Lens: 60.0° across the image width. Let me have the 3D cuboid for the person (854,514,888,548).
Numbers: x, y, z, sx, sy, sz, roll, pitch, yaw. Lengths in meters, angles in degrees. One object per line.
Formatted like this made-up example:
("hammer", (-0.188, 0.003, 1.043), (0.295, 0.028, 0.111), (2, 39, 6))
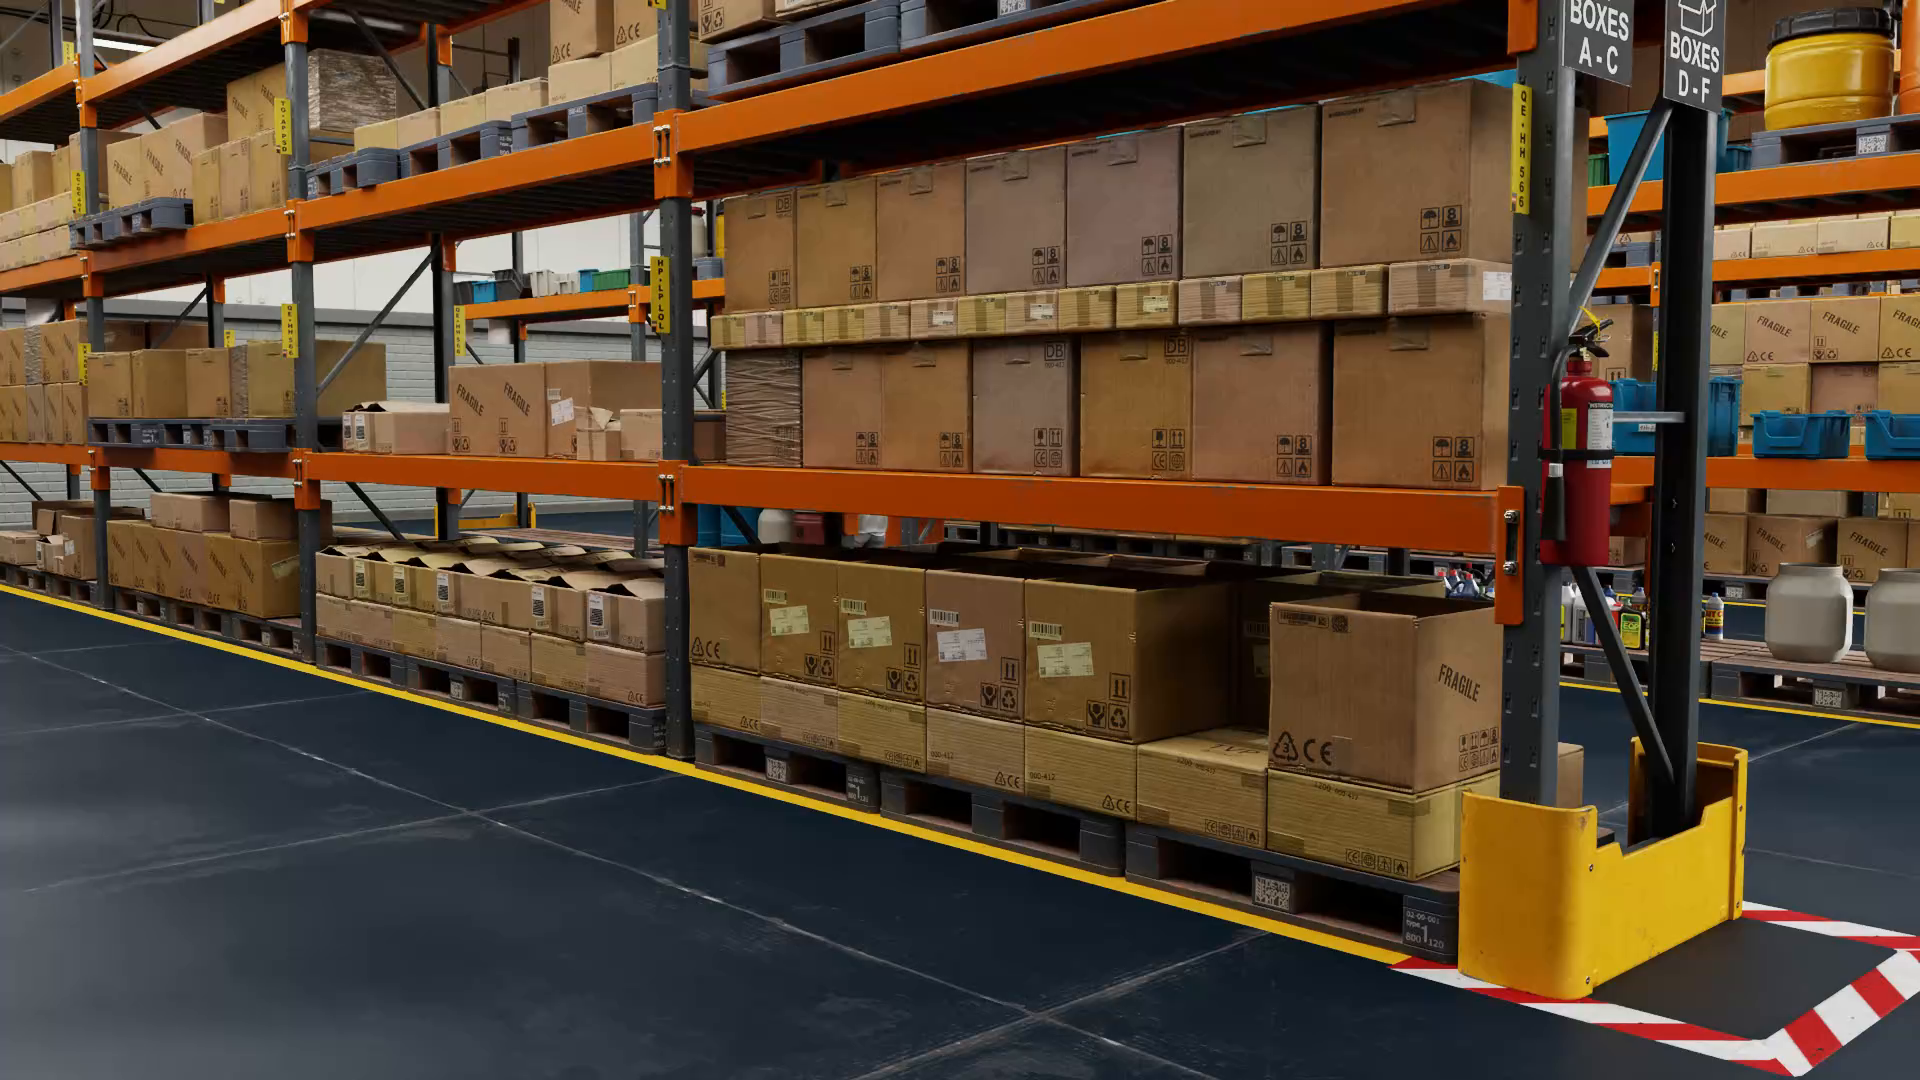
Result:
("person", (-0.644, -0.059, 10.589), (0.460, 1.593, 0.344), (-4, 6, -44))
